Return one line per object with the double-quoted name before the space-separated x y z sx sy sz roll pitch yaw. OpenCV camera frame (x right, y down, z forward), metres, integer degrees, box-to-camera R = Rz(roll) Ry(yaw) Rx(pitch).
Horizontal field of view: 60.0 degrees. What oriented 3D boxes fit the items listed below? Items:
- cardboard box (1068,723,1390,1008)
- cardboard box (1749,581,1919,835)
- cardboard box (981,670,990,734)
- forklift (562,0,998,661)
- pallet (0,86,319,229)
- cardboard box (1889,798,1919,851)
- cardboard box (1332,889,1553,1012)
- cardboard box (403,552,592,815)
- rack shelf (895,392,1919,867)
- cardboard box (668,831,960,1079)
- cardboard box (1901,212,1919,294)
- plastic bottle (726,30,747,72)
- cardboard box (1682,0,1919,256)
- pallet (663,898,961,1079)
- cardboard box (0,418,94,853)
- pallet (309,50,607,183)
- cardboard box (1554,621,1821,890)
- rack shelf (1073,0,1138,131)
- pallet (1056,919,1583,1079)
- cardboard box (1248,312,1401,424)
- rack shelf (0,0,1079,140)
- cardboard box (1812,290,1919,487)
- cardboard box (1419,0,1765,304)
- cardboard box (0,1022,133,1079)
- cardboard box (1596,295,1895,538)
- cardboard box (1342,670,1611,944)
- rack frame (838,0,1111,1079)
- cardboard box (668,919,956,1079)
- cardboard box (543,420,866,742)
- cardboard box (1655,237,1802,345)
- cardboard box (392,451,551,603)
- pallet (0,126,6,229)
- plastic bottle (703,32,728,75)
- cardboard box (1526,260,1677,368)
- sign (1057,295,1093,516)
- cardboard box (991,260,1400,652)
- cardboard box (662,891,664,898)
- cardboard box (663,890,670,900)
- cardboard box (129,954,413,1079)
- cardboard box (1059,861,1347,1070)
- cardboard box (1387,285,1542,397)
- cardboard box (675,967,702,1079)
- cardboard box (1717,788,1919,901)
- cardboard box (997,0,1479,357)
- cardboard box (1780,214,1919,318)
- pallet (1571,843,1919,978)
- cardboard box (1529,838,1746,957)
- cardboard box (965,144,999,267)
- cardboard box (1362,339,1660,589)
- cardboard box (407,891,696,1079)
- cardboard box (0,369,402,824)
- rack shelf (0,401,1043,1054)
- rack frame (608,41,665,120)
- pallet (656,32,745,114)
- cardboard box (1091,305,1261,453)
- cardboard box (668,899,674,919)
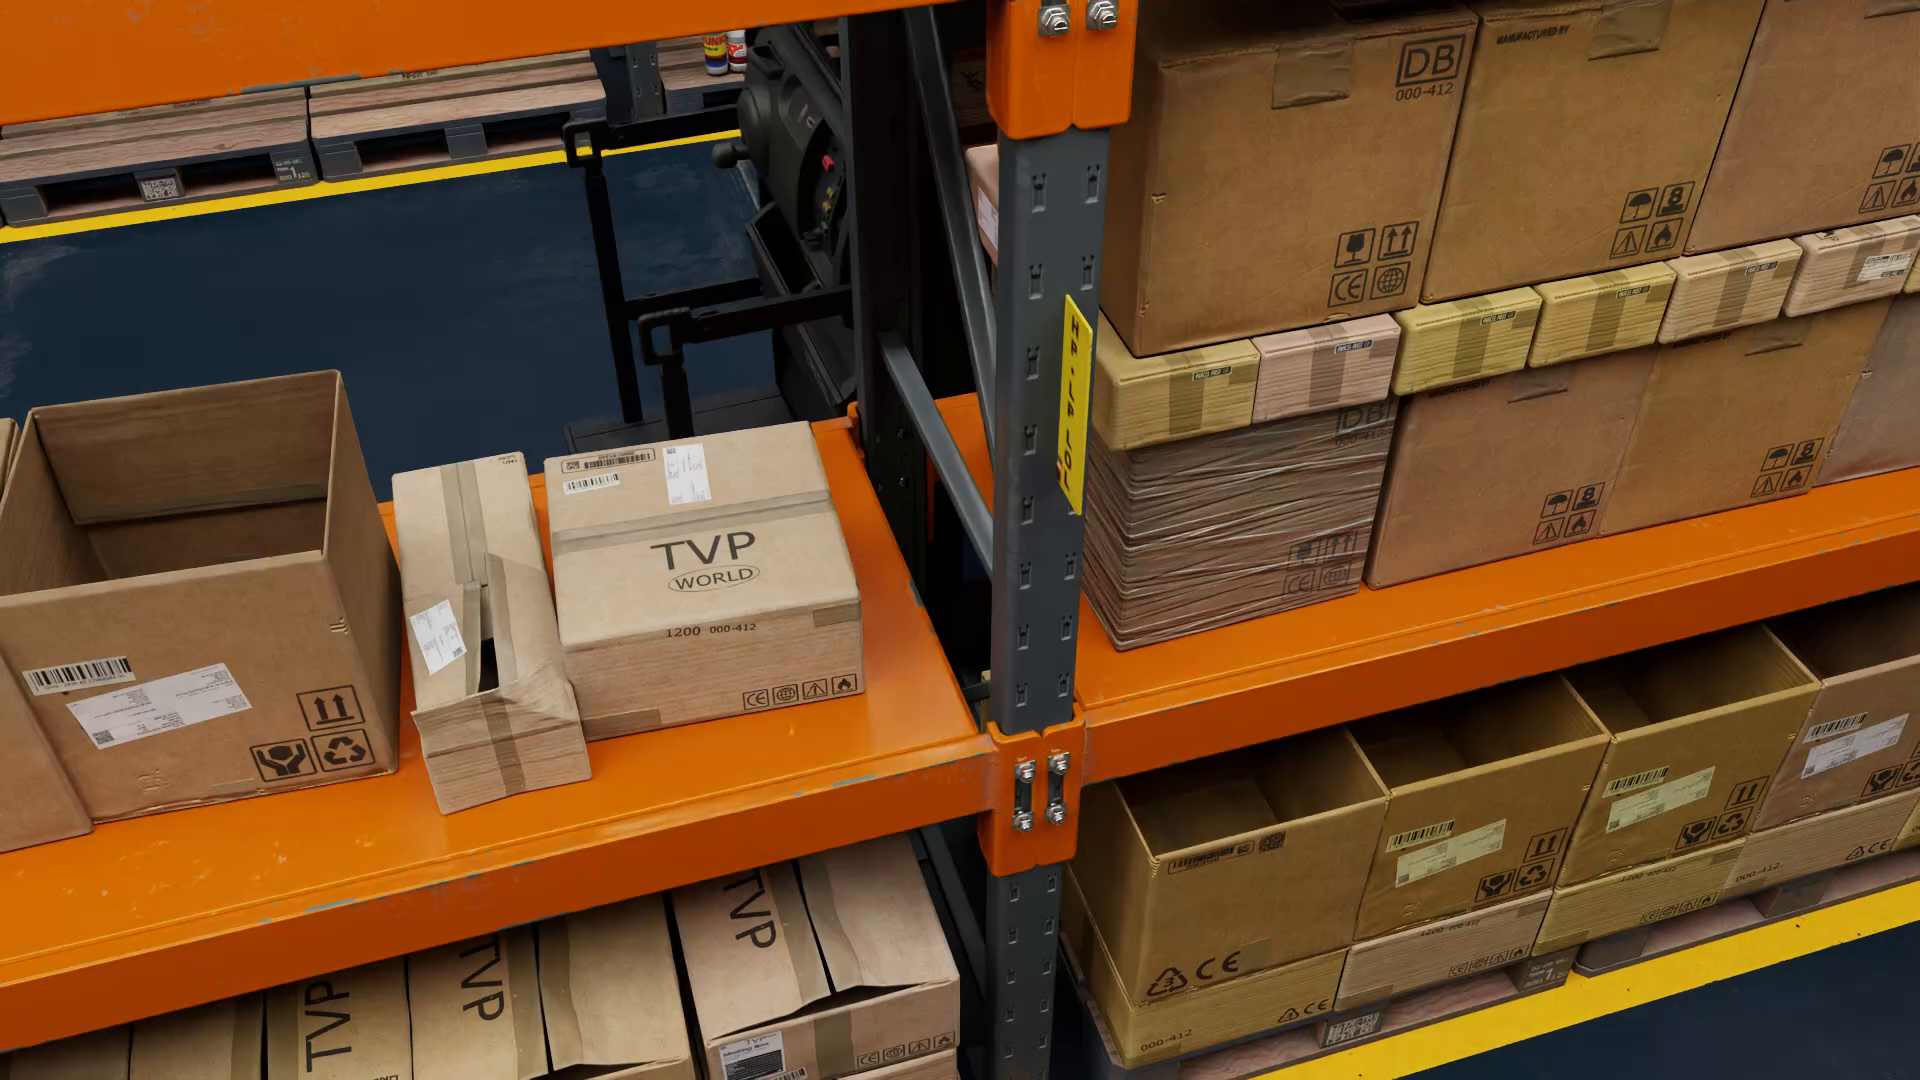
"cardboard box" 0.525 0.579 3.508 0.500 0.500 0.500 -12 42 -13
"cardboard box" 1.955 0.282 3.849 0.500 0.500 0.500 -12 42 -13
"cardboard box" 0.365 0.528 4.136 0.500 0.250 0.500 -12 42 -13
"forklift" -0.591 -0.961 4.122 3.031 2.935 1.130 -13 43 -15
"pallet" -3.399 -1.756 7.100 1.213 0.211 1.003 -12 42 -13
"cardboard box" 2.431 0.464 4.210 0.500 0.250 0.500 -12 42 -13
"cardboard box" 1.000 0.760 3.871 0.500 0.250 0.500 -12 42 -13
"cardboard box" -0.795 0.219 2.821 0.258 0.266 0.396 -13 43 -14
"rack shelf" 1.896 -0.245 3.797 4.000 0.370 1.077 -12 42 -13
"cardboard box" -0.312 0.806 3.392 0.500 0.311 0.500 -12 42 -13
"cardboard box" 1.779 -0.642 3.136 0.250 0.149 0.380 -12 43 -13
"plastic bottle" -0.964 -2.149 7.223 0.097 0.201 0.097 0 41 0
"cardboard box" 1.369 -0.937 2.981 0.500 0.500 0.700 -12 42 -13
"pallet" -0.703 1.100 3.831 1.213 0.211 1.003 -12 42 -13
"cardboard box" -1.729 0.187 2.681 0.500 0.500 0.500 -12 42 -13
"pallet" -2.234 -2.000 7.379 1.213 0.211 1.003 -12 42 -13
"cardboard box" 1.478 0.382 3.734 0.500 0.500 0.500 -12 42 -13
"rack shelf" 1.896 -1.374 2.810 4.000 0.370 1.077 -12 42 -13
"pallet" 0.759 0.799 4.175 1.213 0.211 1.003 -12 42 -13
"cardboard box" 0.542 -0.384 2.840 0.250 0.149 0.380 -11 42 -12
"rack shelf" -1.919 -0.584 1.905 4.000 0.370 1.077 -12 42 -13
"cardboard box" 1.879 -0.557 3.531 0.500 0.500 0.700 -11 42 -12
"cardboard box" 0.891 -0.839 2.868 0.500 0.500 0.700 -12 43 -13
"cardboard box" -1.764 1.107 3.048 0.500 0.311 0.500 -12 43 -14
"cardboard box" 1.390 -0.455 3.415 0.500 0.500 0.700 -11 42 -12
"cardboard box" 0.999 0.476 3.626 0.500 0.500 0.500 -12 42 -13
"rack frame" -0.012 -0.120 3.108 0.127 3.000 1.000 -12 42 -13
"cardboard box" -0.320 1.021 3.572 0.500 0.250 0.500 -12 43 -13
"cardboard box" -0.468 0.061 3.015 0.500 0.250 0.500 -9 42 -10
"cardboard box" 1.277 -0.537 3.015 0.250 0.149 0.380 -13 43 -14
"cardboard box" -0.918 0.021 3.137 0.250 0.149 0.380 -12 42 -13
"pallet" -4.561 -1.518 6.827 1.213 0.211 1.003 -12 42 -13
"plastic bottle" -1.061 -2.156 7.177 0.097 0.271 0.097 0 41 0
"cardboard box" 1.037 -0.488 2.960 0.250 0.149 0.380 -12 43 -13
"sign" 0.160 -0.188 2.365 0.005 0.325 0.100 -12 42 -13
"cardboard box" 0.410 -0.250 3.180 0.500 0.500 0.700 -13 43 -14
"cardboard box" -0.960 0.567 3.666 0.500 0.311 0.500 -12 43 -14
"cardboard box" -0.481 0.471 3.775 0.500 0.311 0.500 -12 42 -13
"cardboard box" -1.283 1.010 3.159 0.500 0.311 0.500 -12 43 -13
"cardboard box" 0.522 0.856 3.762 0.500 0.250 0.500 -12 42 -13
"cardboard box" 0.788 -0.436 2.900 0.250 0.149 0.380 -13 43 -14
"cardboard box" -0.803 1.120 3.459 0.500 0.250 0.500 -12 43 -14
"cardboard box" 1.954 0.562 4.098 0.500 0.250 0.500 -12 42 -13
"cardboard box" 0.410 -0.738 2.753 0.500 0.500 0.700 -12 42 -13
"cardboard box" 1.531 -0.591 3.078 0.250 0.149 0.380 -13 43 -14
"pallet" 1.925 0.555 4.454 1.213 0.211 1.003 -12 42 -13
"cardboard box" 1.478 0.664 3.980 0.500 0.250 0.500 -12 42 -13
"cardboard box" 0.183 -0.591 3.077 0.250 0.149 0.380 -12 42 -13
"cardboard box" 0.911 -0.358 3.304 0.500 0.500 0.700 -12 43 -14
"cardboard box" -0.806 0.912 3.270 0.500 0.311 0.500 -11 42 -12
"cardboard box" -1.252 0.088 2.794 0.500 0.500 0.500 -9 42 -10
"rack shelf" -1.919 0.546 2.892 4.000 0.370 1.077 -12 42 -13
"rack frame" -1.496 -3.230 6.667 0.127 3.000 1.000 -12 42 -13
"pallet" -0.843 -2.286 7.706 1.213 0.211 1.003 -12 42 -13
"cardboard box" 0.303 -0.334 2.783 0.250 0.149 0.380 -12 43 -13
"cardboard box" -0.471 0.681 3.961 0.500 0.250 0.500 -13 43 -14
